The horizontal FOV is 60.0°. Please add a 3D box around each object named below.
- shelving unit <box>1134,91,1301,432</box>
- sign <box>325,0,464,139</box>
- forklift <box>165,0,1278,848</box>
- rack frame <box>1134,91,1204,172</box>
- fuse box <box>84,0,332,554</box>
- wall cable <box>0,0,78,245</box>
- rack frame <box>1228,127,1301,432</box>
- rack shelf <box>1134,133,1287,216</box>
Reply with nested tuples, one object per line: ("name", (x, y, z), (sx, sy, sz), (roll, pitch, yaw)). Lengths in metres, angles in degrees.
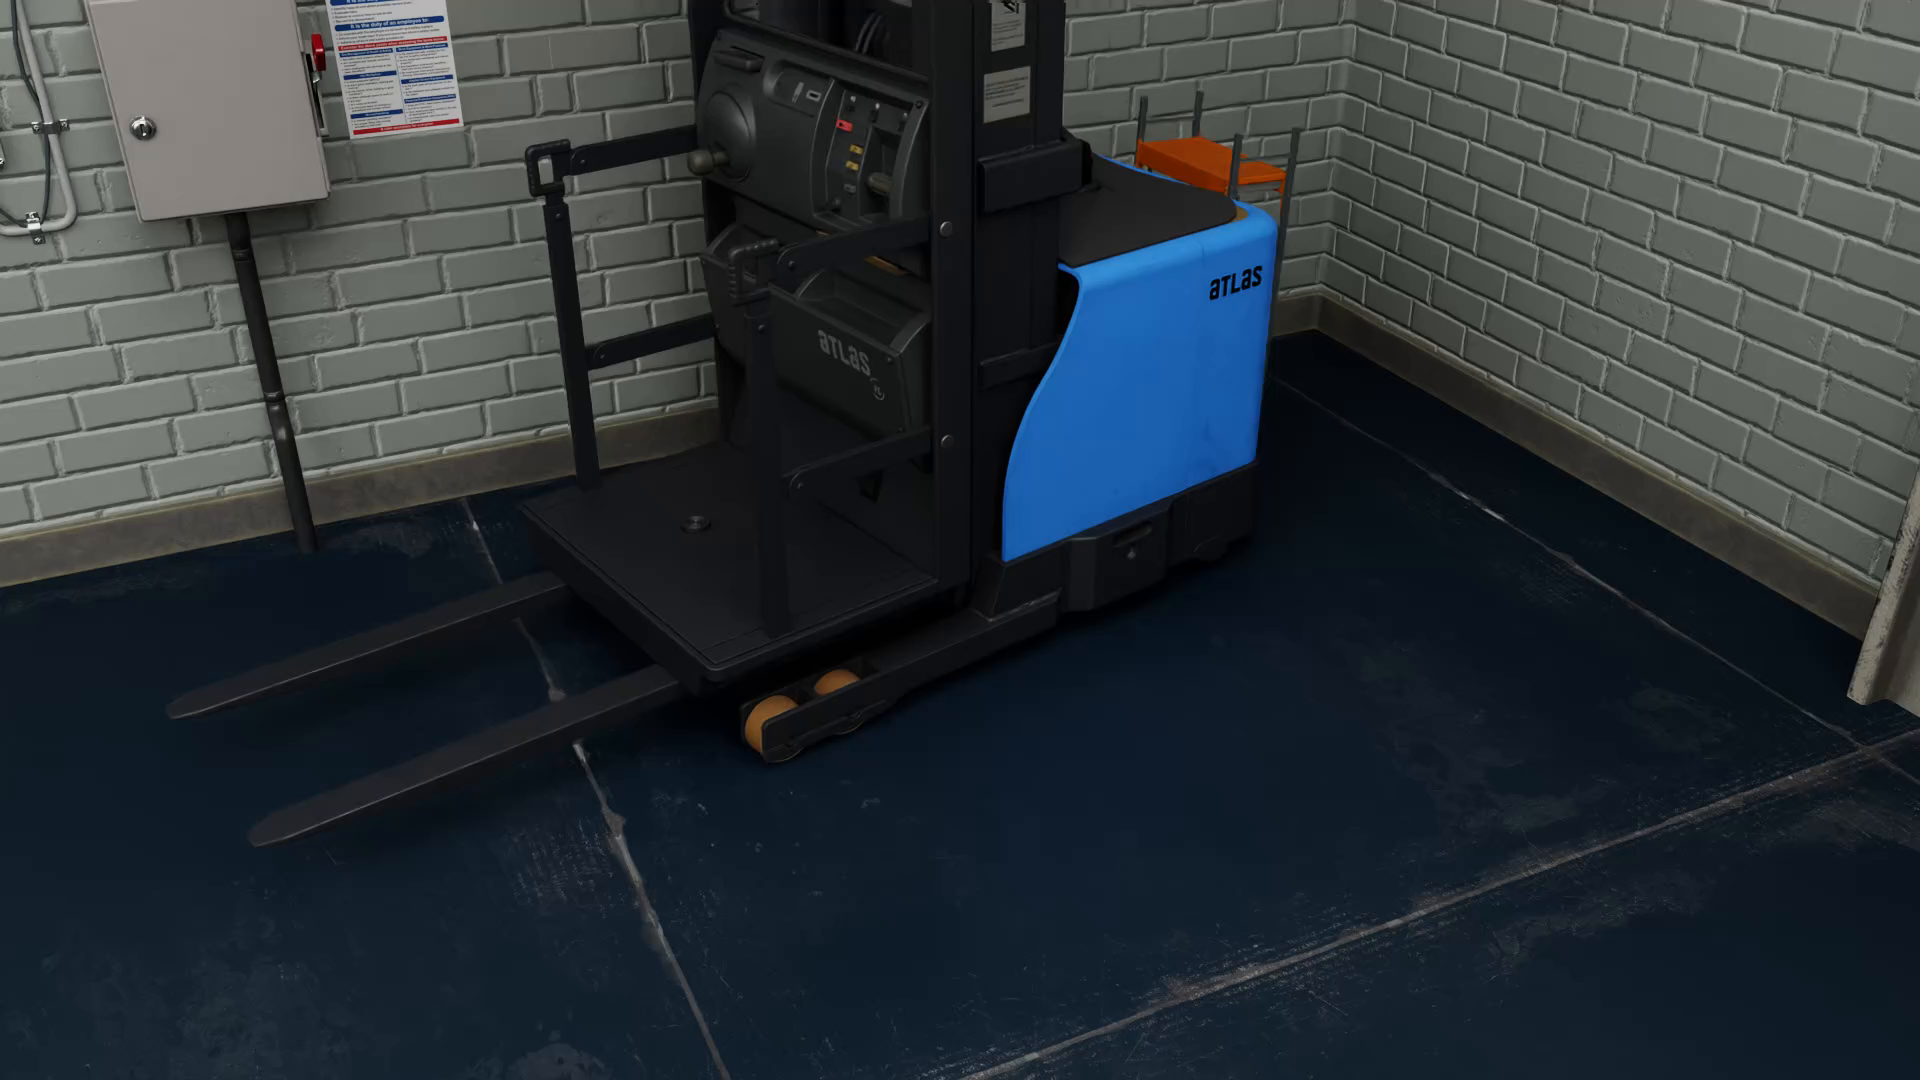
("shelving unit", (0.775, -0.797, 5.432), (0.258, 1.200, 0.503), (-13, 32, -27))
("sign", (-1.642, -1.427, 4.824), (0.329, 0.494, 0.001), (-13, 32, -22))
("forklift", (-0.550, -1.005, 4.045), (3.031, 2.935, 1.130), (-21, 36, -33))
("rack frame", (0.656, -0.901, 5.617), (0.240, 1.200, 0.015), (-13, 32, -27))
("fuse box", (-2.000, -0.711, 4.768), (0.539, 1.711, 0.414), (-13, 32, -22))
("wall cable", (-2.684, -1.642, 4.073), (0.588, 1.984, 0.122), (-13, 32, -22))
("rack frame", (0.894, -0.693, 5.246), (0.240, 1.200, 0.015), (-13, 32, -27))
("rack shelf", (0.792, -1.144, 5.248), (0.258, 0.148, 0.480), (-13, 32, -27))
